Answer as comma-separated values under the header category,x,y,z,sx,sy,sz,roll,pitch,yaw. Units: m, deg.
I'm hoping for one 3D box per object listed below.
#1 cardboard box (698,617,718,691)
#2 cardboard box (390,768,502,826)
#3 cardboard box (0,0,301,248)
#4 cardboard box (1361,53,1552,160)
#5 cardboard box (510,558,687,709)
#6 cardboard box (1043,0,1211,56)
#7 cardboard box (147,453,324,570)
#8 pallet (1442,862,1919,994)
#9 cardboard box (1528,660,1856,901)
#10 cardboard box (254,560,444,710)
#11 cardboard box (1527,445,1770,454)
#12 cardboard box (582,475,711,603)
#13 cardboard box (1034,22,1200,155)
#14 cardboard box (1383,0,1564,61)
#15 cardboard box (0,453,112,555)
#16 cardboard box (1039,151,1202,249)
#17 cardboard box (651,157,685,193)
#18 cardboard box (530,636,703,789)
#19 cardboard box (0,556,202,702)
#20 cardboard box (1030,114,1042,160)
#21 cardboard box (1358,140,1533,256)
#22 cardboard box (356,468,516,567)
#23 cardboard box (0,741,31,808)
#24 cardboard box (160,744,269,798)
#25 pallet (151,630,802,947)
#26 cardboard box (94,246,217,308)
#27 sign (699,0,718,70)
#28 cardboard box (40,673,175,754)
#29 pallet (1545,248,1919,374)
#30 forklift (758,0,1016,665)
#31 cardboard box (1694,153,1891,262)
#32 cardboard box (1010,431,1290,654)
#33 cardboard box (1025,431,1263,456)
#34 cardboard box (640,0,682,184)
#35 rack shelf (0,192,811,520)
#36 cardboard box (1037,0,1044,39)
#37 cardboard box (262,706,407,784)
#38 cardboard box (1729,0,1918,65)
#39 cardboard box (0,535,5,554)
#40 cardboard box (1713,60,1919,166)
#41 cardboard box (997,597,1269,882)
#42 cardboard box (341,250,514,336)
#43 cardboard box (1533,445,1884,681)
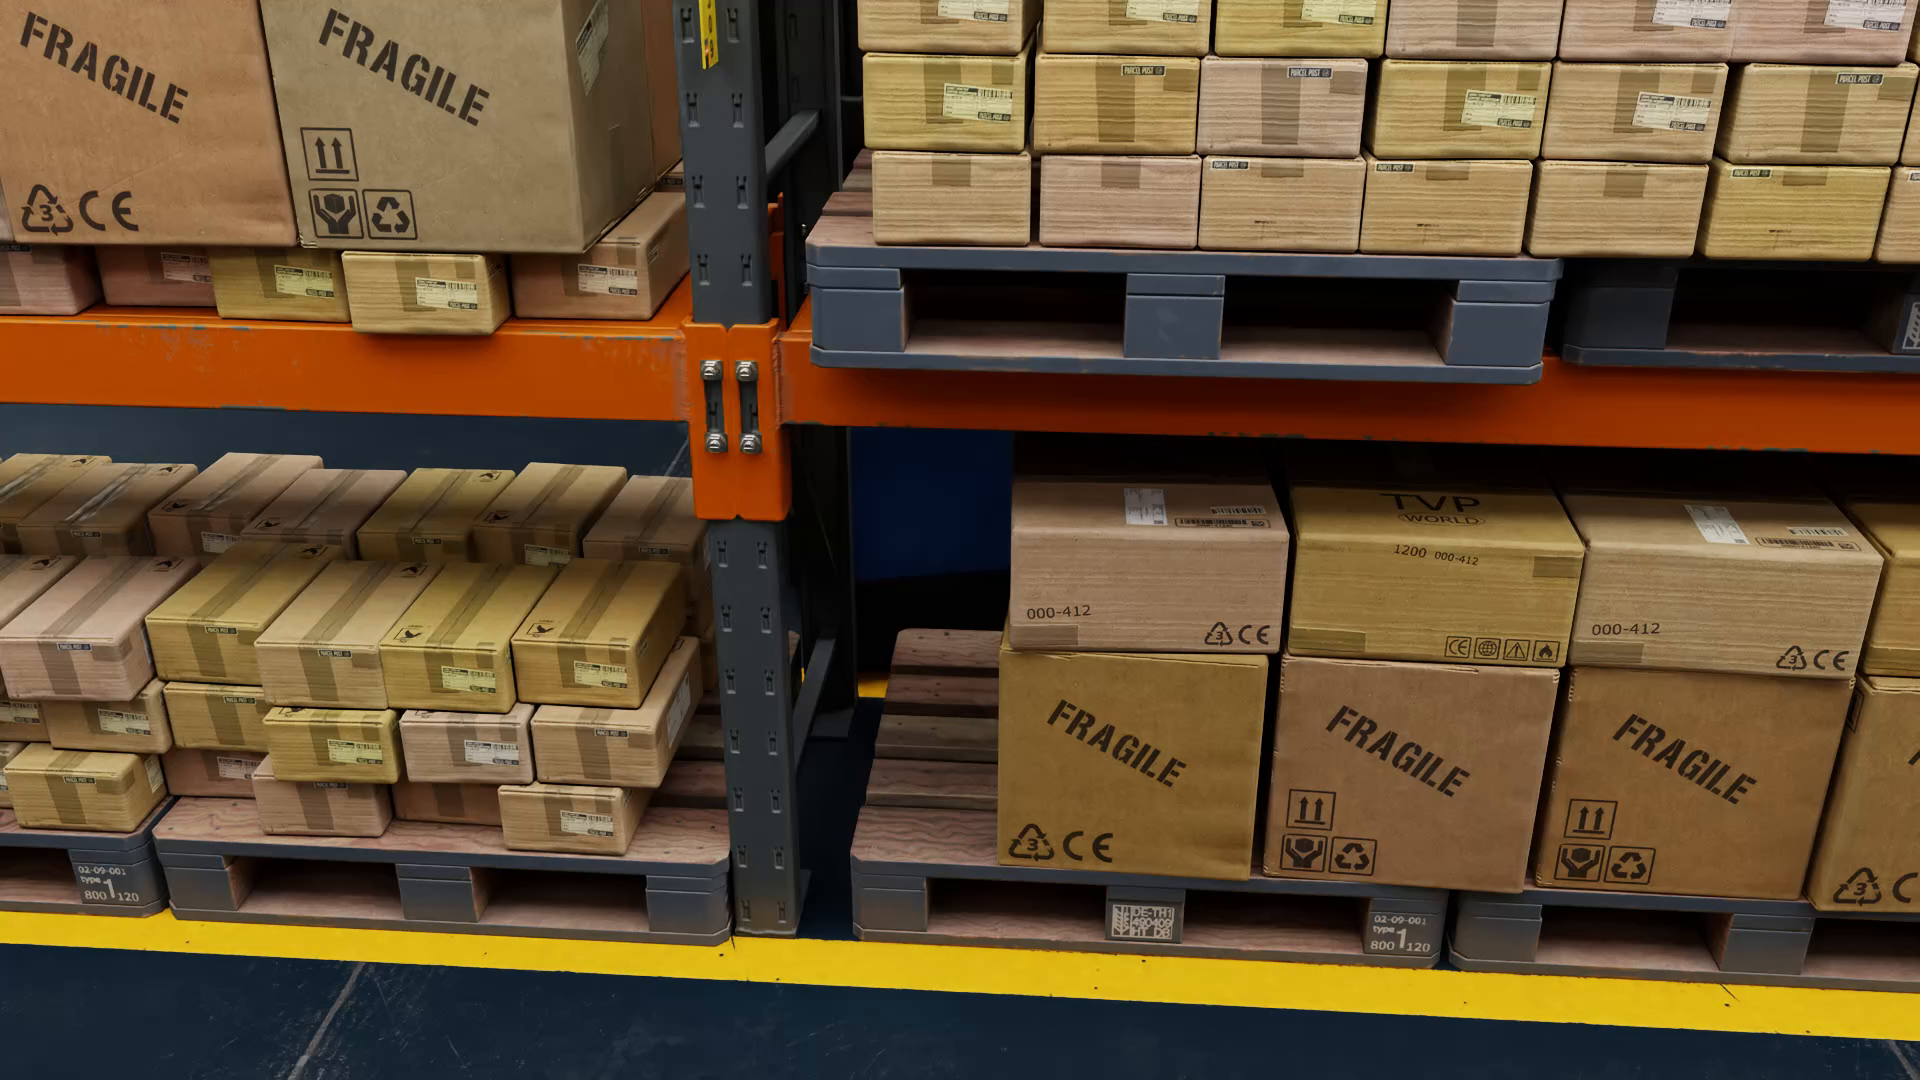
category,x,y,z,sx,sy,sz,roll,pitch,yaw
cardboard box,-0.704,0.214,4.104,0.250,0.149,0.380,1,25,2
cardboard box,-1.036,0.446,3.600,0.250,0.149,0.380,3,25,5
cardboard box,-1.388,-0.840,3.011,0.500,0.500,0.500,1,25,3
cardboard box,0.767,-0.728,2.686,0.250,0.149,0.380,1,25,2
cardboard box,-0.741,0.187,3.452,0.250,0.149,0.380,3,25,5
cardboard box,0.270,-0.881,2.662,0.250,0.149,0.380,3,25,5
cardboard box,-1.729,-0.070,4.010,0.250,0.149,0.380,2,25,5
pallet,1.630,0.585,3.727,1.213,0.211,1.003,2,25,4
cardboard box,1.401,0.362,3.363,0.500,0.500,0.500,2,25,5
cardboard box,-1.247,0.190,3.445,0.250,0.149,0.380,2,25,4
cardboard box,1.436,-0.189,3.663,0.500,0.250,0.500,1,25,2
cardboard box,-0.694,-0.008,3.875,0.250,0.149,0.380,3,25,6
cardboard box,0.250,-0.744,2.722,0.250,0.149,0.380,1,25,3
cardboard box,0.774,-0.862,2.622,0.250,0.149,0.380,2,25,3
cardboard box,-2.250,-0.068,4.006,0.250,0.149,0.380,2,25,4
cardboard box,0.268,-0.610,2.786,0.250,0.149,0.380,2,25,5
cardboard box,-0.623,-0.776,3.648,0.250,0.149,0.380,3,25,6
cardboard box,-0.704,0.347,3.459,0.250,0.149,0.380,2,25,5
cardboard box,-1.777,0.179,3.469,0.250,0.149,0.380,1,25,1
cardboard box,0.045,-0.891,3.396,0.250,0.149,0.380,1,25,3
cardboard box,0.768,-0.592,2.747,0.250,0.149,0.380,2,25,5
cardboard box,-1.220,-0.029,3.920,0.250,0.149,0.380,2,25,3
cardboard box,-2.070,0.420,3.657,0.250,0.149,0.380,2,25,5
cardboard box,-1.558,0.406,3.688,0.250,0.149,0.380,1,25,3
pallet,-1.038,0.516,3.877,1.213,0.211,1.003,2,25,4
cardboard box,-1.448,-0.575,3.212,0.250,0.149,0.380,1,25,3
sign,-0.400,-0.911,2.606,0.005,0.325,0.100,2,25,4
cardboard box,-1.742,0.294,3.576,0.250,0.149,0.380,2,25,5
pallet,1.645,-0.575,3.142,1.213,0.211,1.003,2,25,4
forklift,-0.109,-1.591,5.202,1.130,2.935,3.031,-4,25,-9
cardboard box,1.294,-0.577,2.714,0.250,0.149,0.380,1,25,3
cardboard box,0.351,-0.006,3.266,0.500,0.250,0.500,1,25,2
cardboard box,0.396,-0.222,3.734,0.500,0.250,0.500,1,25,3
cardboard box,-0.841,-1.046,3.459,0.500,0.500,0.500,1,25,3
rack shelf,-2.360,-0.482,3.569,4.000,0.370,1.077,2,25,4
cardboard box,0.046,-1.026,3.333,0.250,0.149,0.380,3,25,6
cardboard box,-1.244,0.343,3.469,0.250,0.149,0.380,1,25,2
cardboard box,1.281,-0.846,2.587,0.250,0.149,0.380,3,25,6
cardboard box,-2.286,0.122,3.593,0.250,0.149,0.380,2,25,4
cardboard box,1.300,-0.712,2.651,0.250,0.149,0.380,1,25,3
cardboard box,0.350,0.335,3.422,0.500,0.500,0.500,3,25,6
cardboard box,-0.934,-0.505,3.059,0.250,0.149,0.380,1,25,3
cardboard box,1.390,0.028,3.192,0.500,0.250,0.500,3,25,6
